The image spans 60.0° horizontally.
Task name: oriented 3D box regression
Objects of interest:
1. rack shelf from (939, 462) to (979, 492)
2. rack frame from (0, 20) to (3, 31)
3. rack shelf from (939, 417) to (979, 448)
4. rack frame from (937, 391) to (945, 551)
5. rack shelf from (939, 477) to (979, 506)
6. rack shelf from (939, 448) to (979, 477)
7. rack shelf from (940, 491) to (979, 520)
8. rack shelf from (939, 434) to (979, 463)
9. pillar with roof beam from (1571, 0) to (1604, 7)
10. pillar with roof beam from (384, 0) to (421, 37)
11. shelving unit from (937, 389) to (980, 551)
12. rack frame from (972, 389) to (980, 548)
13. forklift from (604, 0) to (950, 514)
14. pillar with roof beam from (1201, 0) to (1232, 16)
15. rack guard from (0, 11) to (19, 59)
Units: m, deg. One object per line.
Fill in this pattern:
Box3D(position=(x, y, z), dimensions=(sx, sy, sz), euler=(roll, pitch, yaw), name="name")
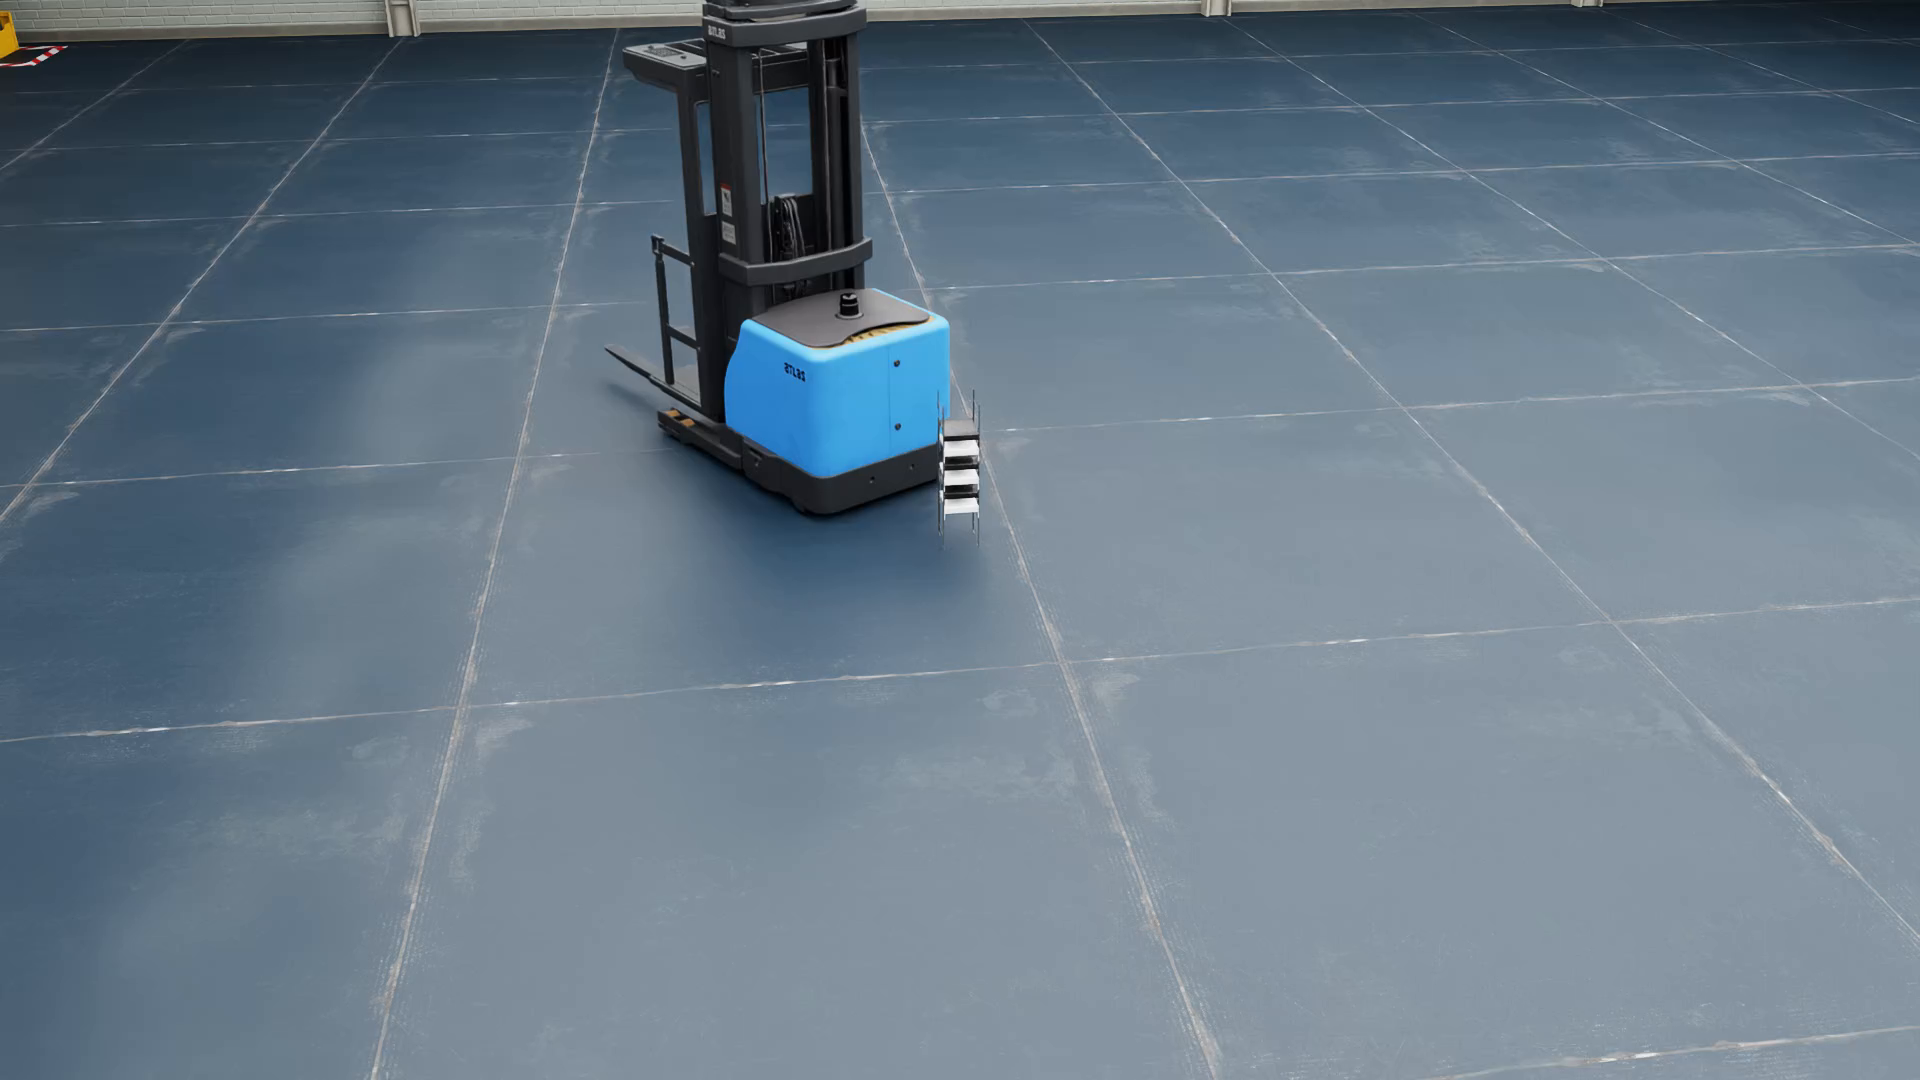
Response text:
Box3D(position=(-0.008, -0.370, 9.559), dimensions=(0.200, 0.077, 0.258), euler=(-4, 27, -7), name="rack shelf")
Box3D(position=(-13.104, -7.858, 21.779), dimensions=(0.127, 3.000, 1.000), euler=(-4, 27, -7), name="rack frame")
Box3D(position=(-0.008, -0.610, 9.436), dimensions=(0.200, 0.077, 0.258), euler=(-4, 27, -7), name="rack shelf")
Box3D(position=(-0.109, -0.393, 9.531), dimensions=(0.006, 0.900, 0.240), euler=(-4, 27, -7), name="rack frame")
Box3D(position=(-0.008, -0.290, 9.600), dimensions=(0.200, 0.077, 0.258), euler=(-4, 27, -7), name="rack shelf")
Box3D(position=(-0.008, -0.450, 9.518), dimensions=(0.200, 0.077, 0.258), euler=(-4, 27, -7), name="rack shelf")
Box3D(position=(-0.008, -0.210, 9.641), dimensions=(0.200, 0.077, 0.258), euler=(-4, 27, -7), name="rack shelf")
Box3D(position=(-0.008, -0.530, 9.477), dimensions=(0.200, 0.077, 0.258), euler=(-4, 27, -7), name="rack shelf")
Box3D(position=(10.447, -10.471, 20.300), dimensions=(0.400, 9.000, 9.100), euler=(-4, 27, -7), name="pillar with roof beam")
Box3D(position=(-7.378, -9.326, 18.068), dimensions=(0.400, 9.000, 9.100), euler=(-4, 27, -7), name="pillar with roof beam")
Box3D(position=(-0.008, -0.400, 9.544), dimensions=(0.210, 0.900, 0.258), euler=(-4, 27, -7), name="shelving unit")
Box3D(position=(0.093, -0.406, 9.556), dimensions=(0.006, 0.900, 0.240), euler=(-4, 27, -7), name="rack frame")
Box3D(position=(-1.362, -2.062, 10.558), dimensions=(1.130, 2.935, 3.031), euler=(-20, 33, -34), name="forklift")
Box3D(position=(4.505, -10.089, 19.556), dimensions=(0.400, 9.000, 9.100), euler=(-4, 27, -7), name="pillar with roof beam")
Box3D(position=(-13.080, -6.748, 22.353), dimensions=(0.348, 0.500, 1.175), euler=(-4, 27, -7), name="rack guard")
